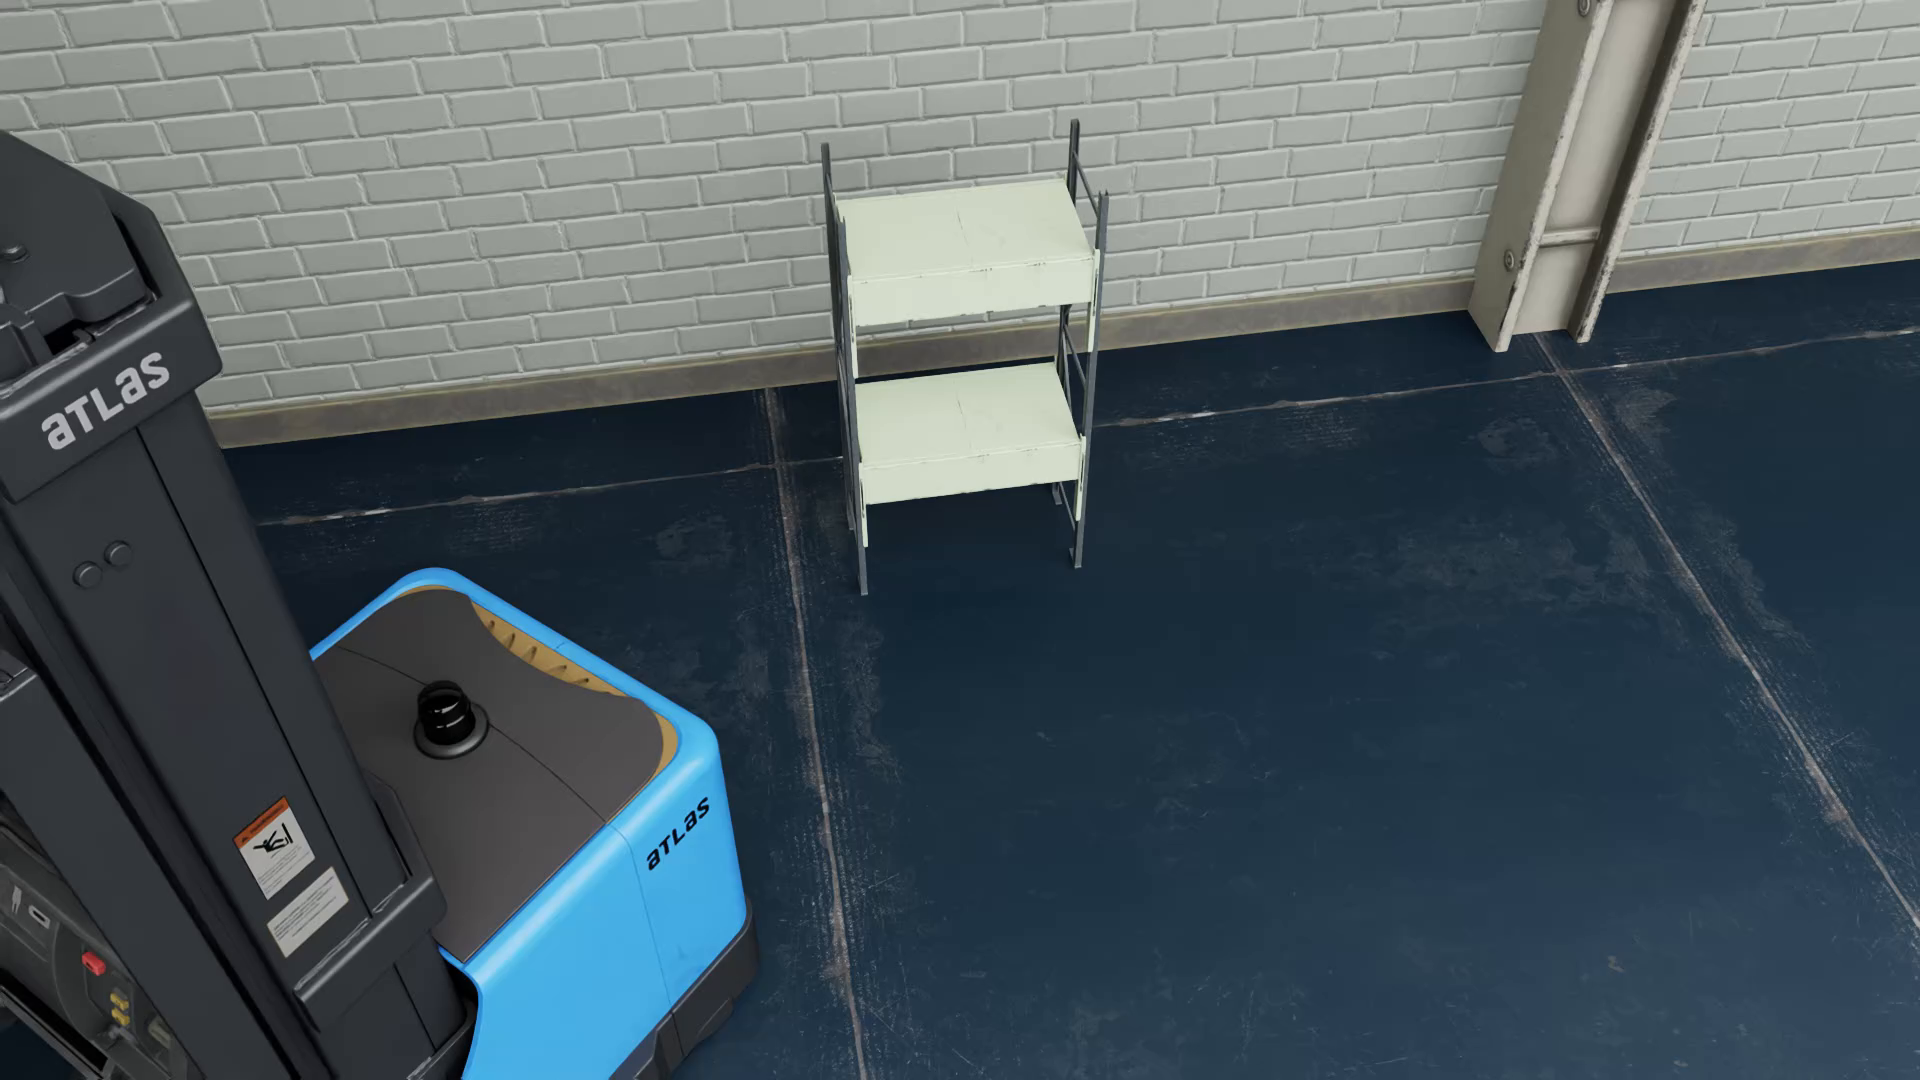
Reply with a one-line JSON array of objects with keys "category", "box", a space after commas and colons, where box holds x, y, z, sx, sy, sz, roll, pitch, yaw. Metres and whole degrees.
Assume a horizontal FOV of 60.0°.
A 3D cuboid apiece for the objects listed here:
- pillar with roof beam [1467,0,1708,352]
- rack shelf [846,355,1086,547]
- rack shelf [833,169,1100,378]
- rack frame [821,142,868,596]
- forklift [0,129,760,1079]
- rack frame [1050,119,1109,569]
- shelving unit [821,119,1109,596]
[{"category": "pillar with roof beam", "box": [2.976, -0.930, 0.397, 0.400, 9.000, 9.100, -7, 46, -7]}, {"category": "rack shelf", "box": [0.007, -0.295, 5.445, 0.720, 0.370, 0.431, -7, 46, -7]}, {"category": "rack shelf", "box": [0.007, -0.792, 4.930, 0.720, 0.370, 0.431, -7, 46, -7]}, {"category": "rack frame", "box": [-0.354, -0.476, 5.167, 0.023, 1.500, 0.400, -7, 46, -7]}, {"category": "forklift", "box": [-1.800, 0.842, 2.904, 1.130, 2.935, 3.031, 27, 52, 23]}, {"category": "rack frame", "box": [0.367, -0.566, 5.254, 0.023, 1.500, 0.400, -7, 46, -7]}, {"category": "shelving unit", "box": [0.007, -0.521, 5.211, 0.755, 1.500, 0.431, -7, 46, -7]}]
